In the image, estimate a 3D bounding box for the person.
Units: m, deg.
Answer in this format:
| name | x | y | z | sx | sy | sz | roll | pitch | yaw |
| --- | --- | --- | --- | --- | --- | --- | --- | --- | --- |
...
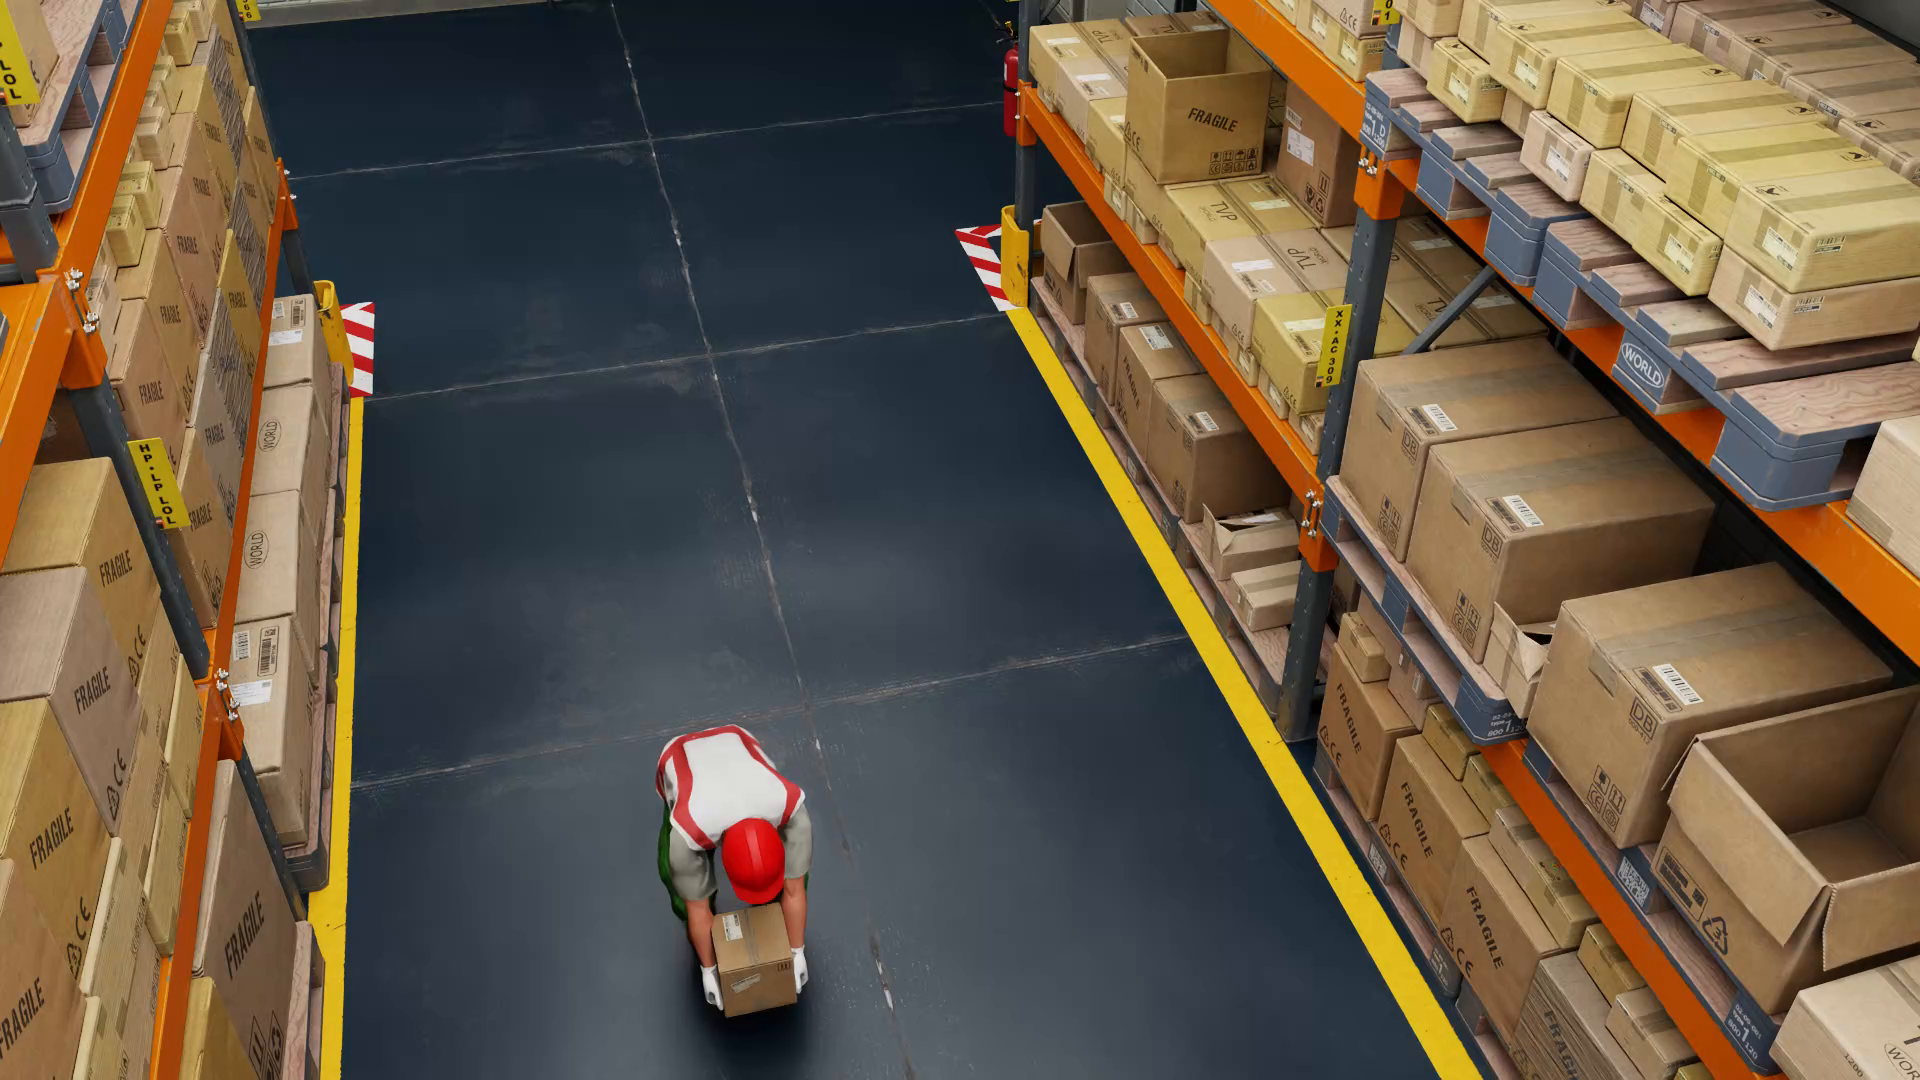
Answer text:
| name | x | y | z | sx | sy | sz | roll | pitch | yaw |
| --- | --- | --- | --- | --- | --- | --- | --- | --- | --- |
| person | -0.803 | 1.123 | 5.909 | 0.530 | 0.985 | 0.922 | -10 | 39 | -13 |
